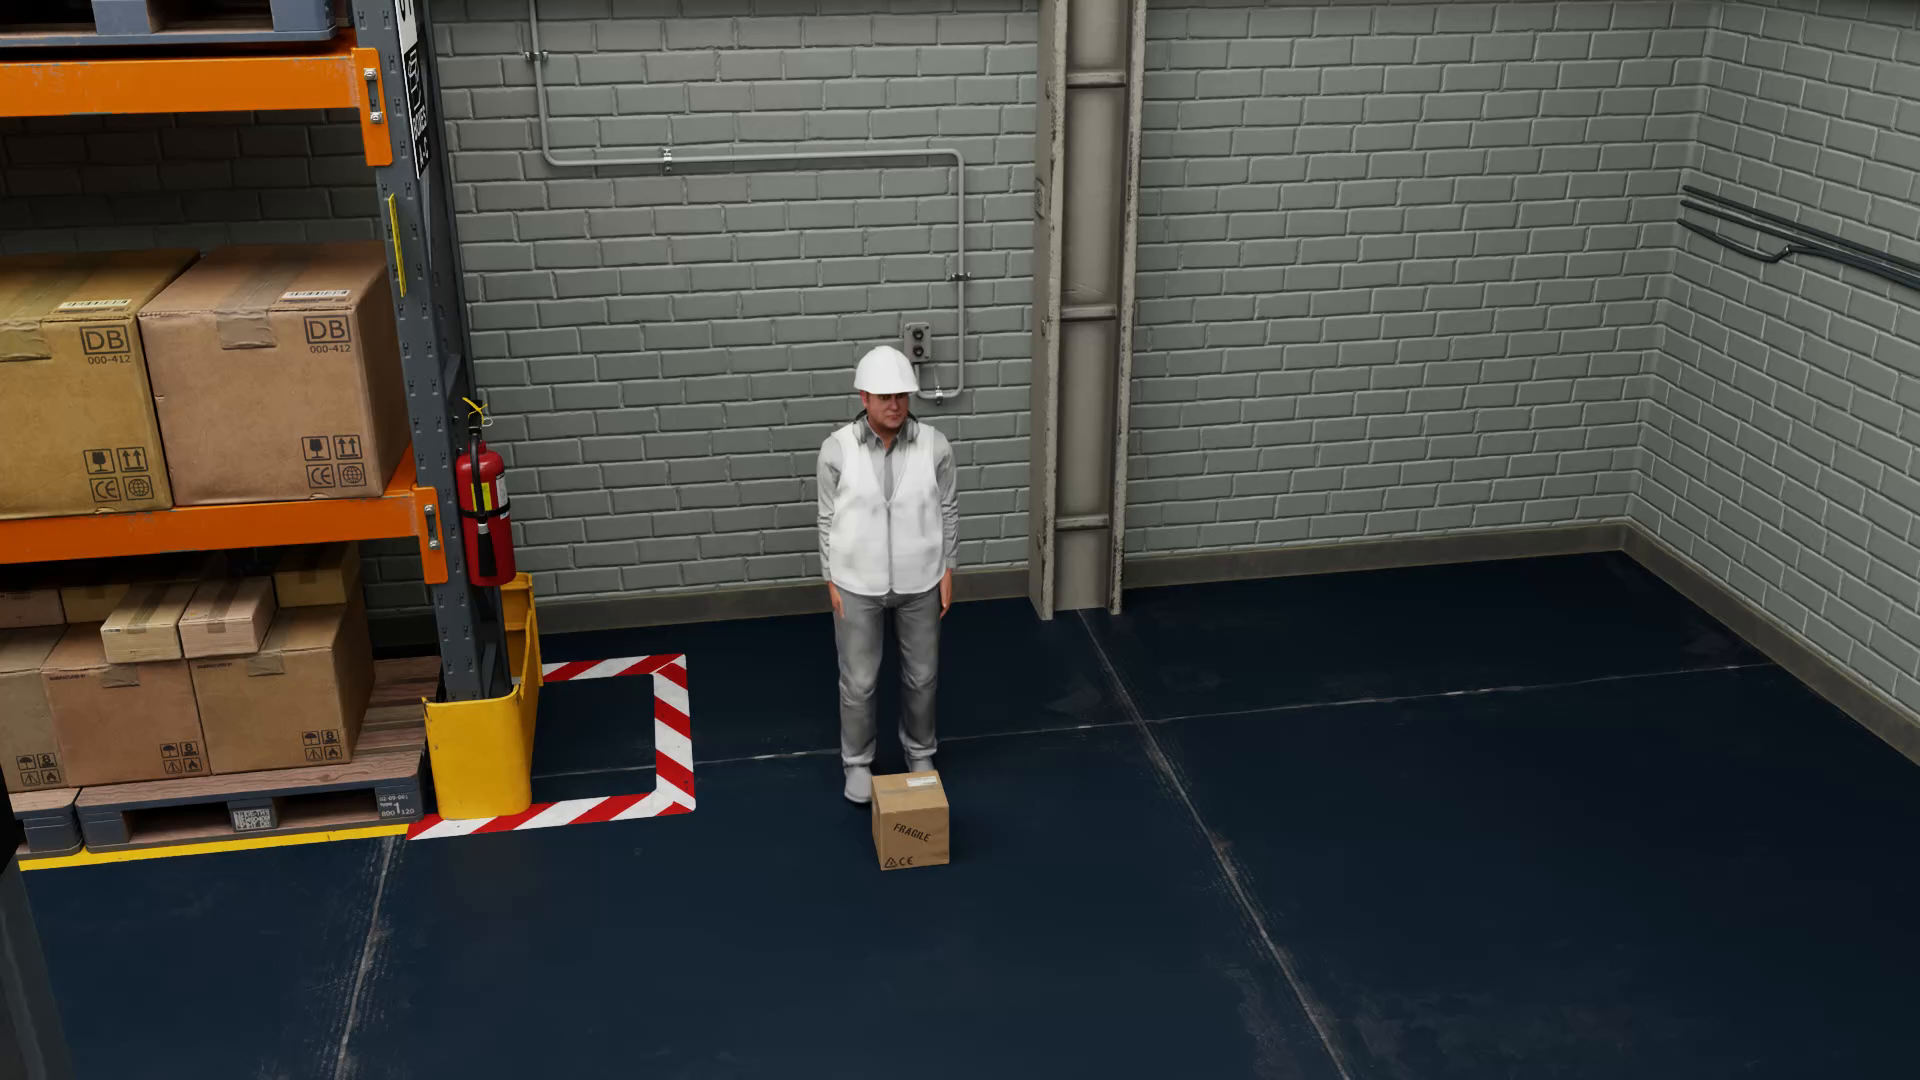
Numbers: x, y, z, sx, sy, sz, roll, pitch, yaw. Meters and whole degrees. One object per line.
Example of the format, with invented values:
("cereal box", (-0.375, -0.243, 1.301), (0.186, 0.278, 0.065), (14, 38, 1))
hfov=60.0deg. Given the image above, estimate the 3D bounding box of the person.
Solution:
("person", (-0.260, 0.161, 6.245), (0.532, 1.811, 0.366), (-4, 23, -9))
